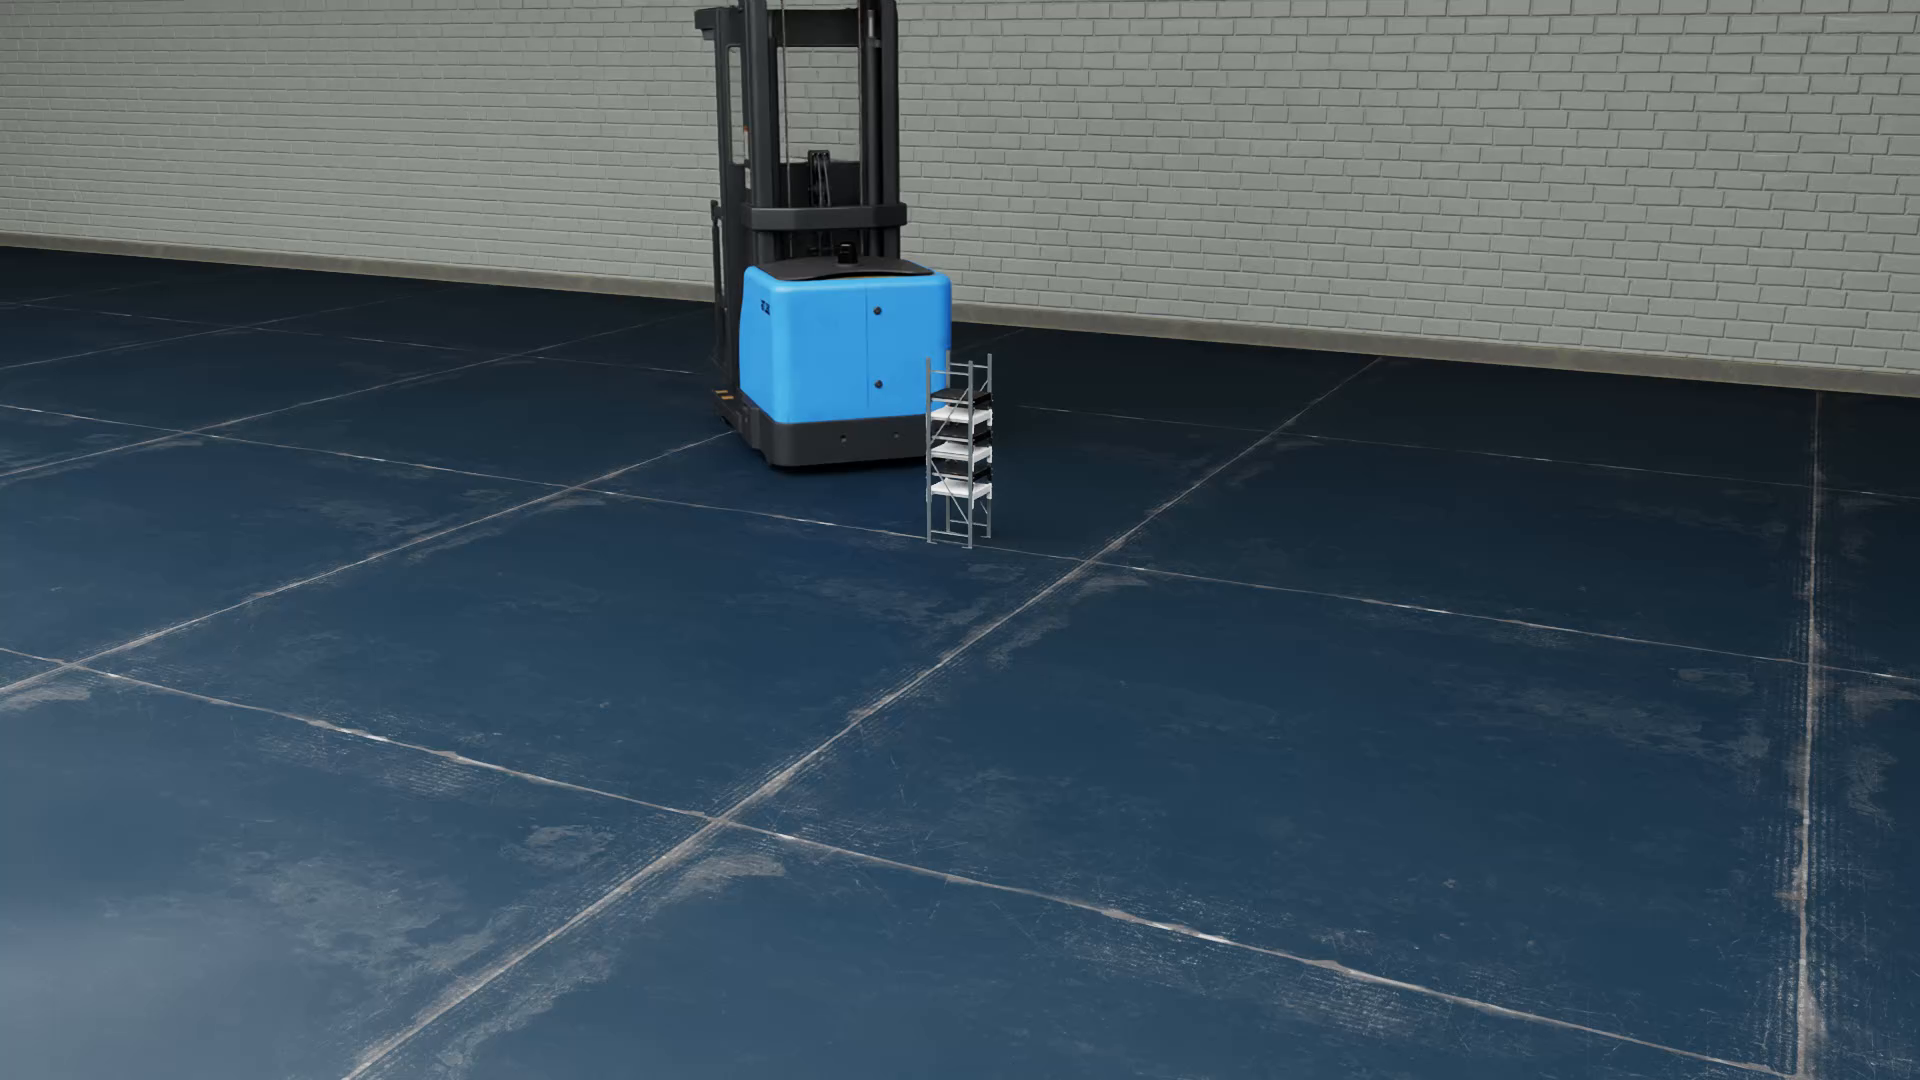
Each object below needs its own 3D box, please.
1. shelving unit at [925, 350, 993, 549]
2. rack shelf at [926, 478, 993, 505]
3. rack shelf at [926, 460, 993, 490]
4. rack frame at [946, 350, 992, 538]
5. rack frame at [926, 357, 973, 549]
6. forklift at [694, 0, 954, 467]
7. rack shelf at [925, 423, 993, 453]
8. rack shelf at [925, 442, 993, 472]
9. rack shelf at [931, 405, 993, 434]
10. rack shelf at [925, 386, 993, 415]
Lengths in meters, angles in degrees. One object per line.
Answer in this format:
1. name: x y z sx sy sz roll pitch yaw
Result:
1. shelving unit: -0.004 -0.429 7.889 0.258 0.900 0.210 8 18 25
2. rack shelf: -0.004 -0.225 7.950 0.258 0.077 0.200 8 18 25
3. rack shelf: -0.004 -0.311 7.924 0.258 0.077 0.200 8 18 25
4. rack frame: 0.042 -0.455 7.976 0.240 0.900 0.006 8 18 25
5. rack frame: -0.049 -0.403 7.802 0.240 0.900 0.006 8 18 25
6. forklift: -0.977 -2.187 10.239 1.130 2.935 3.031 -5 17 -17
7. rack shelf: -0.004 -0.484 7.873 0.258 0.077 0.200 8 18 25
8. rack shelf: -0.004 -0.397 7.899 0.258 0.077 0.200 8 18 25
9. rack shelf: -0.004 -0.570 7.848 0.258 0.077 0.200 8 18 25
10. rack shelf: -0.004 -0.656 7.822 0.258 0.077 0.200 8 18 25
